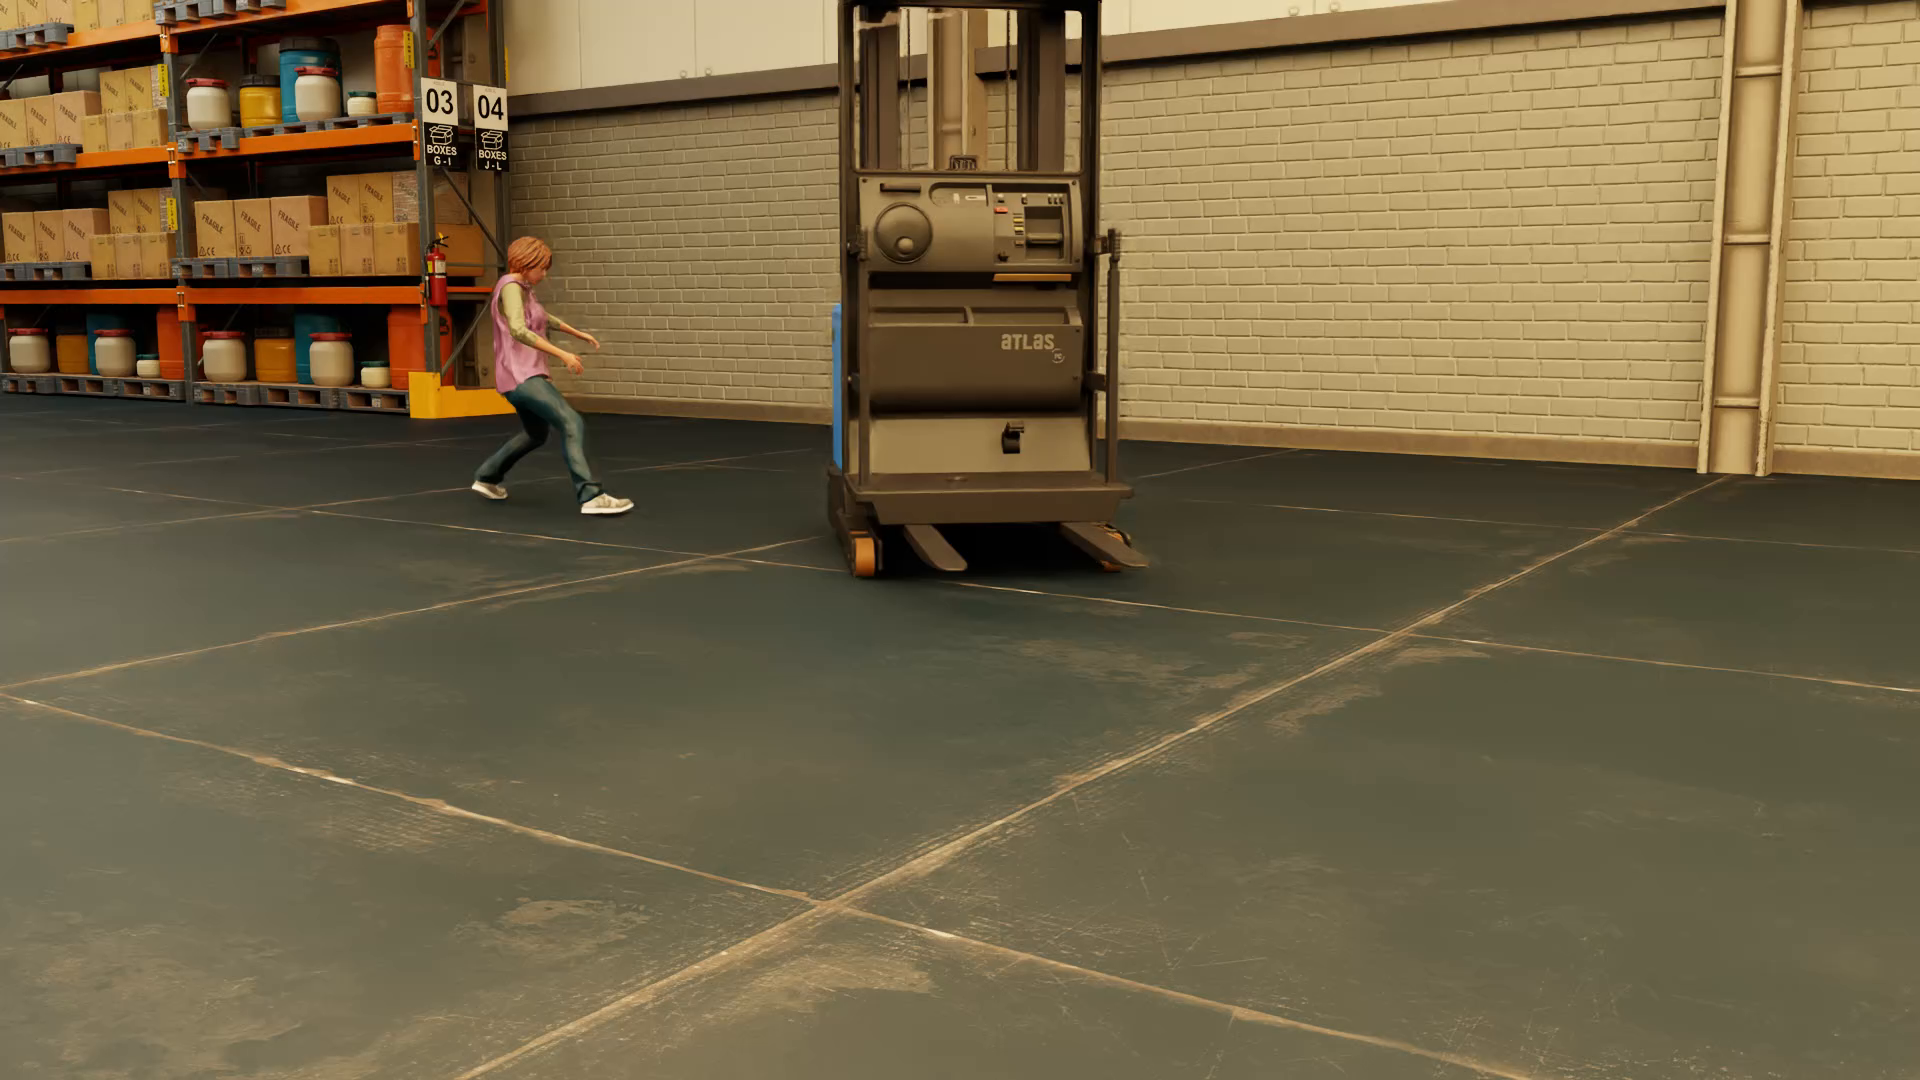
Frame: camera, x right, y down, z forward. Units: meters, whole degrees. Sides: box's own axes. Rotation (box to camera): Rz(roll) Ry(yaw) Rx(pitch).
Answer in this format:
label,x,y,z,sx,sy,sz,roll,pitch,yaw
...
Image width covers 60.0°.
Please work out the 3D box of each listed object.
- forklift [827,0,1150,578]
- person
label,x,y,z,sx,sy,sz,roll,pitch,yaw
forklift,0.078,-1.352,6.700,1.130,2.935,3.031,-1,8,-8
person,-2.178,-0.864,8.762,0.891,1.412,1.020,-1,8,-9
